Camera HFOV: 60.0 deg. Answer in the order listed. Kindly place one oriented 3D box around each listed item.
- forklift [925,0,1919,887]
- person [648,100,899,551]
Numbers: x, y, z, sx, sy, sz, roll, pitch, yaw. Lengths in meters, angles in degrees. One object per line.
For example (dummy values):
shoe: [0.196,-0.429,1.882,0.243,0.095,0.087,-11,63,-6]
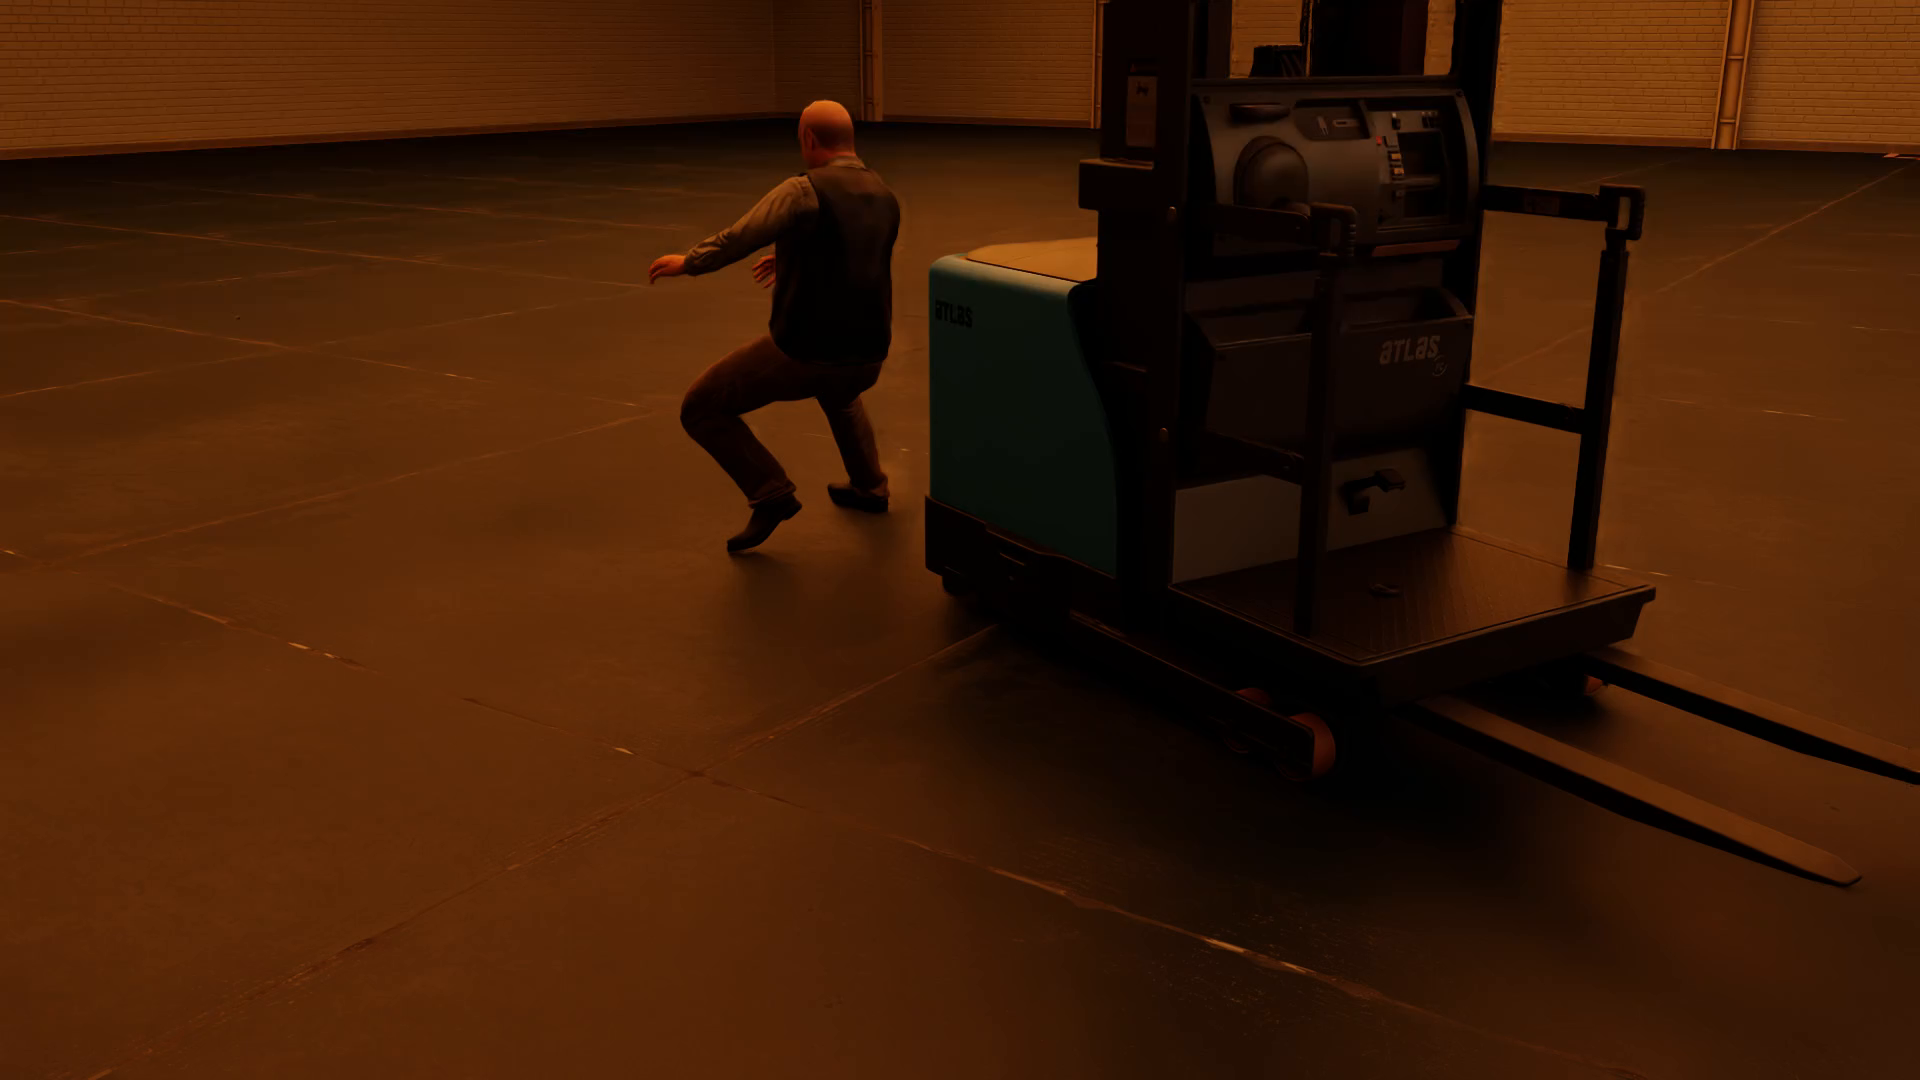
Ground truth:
forklift: [1.098,-0.975,4.092,1.130,2.935,3.031,-10,19,-31]
person: [-0.551,-0.743,5.783,0.720,1.526,0.946,16,23,42]
